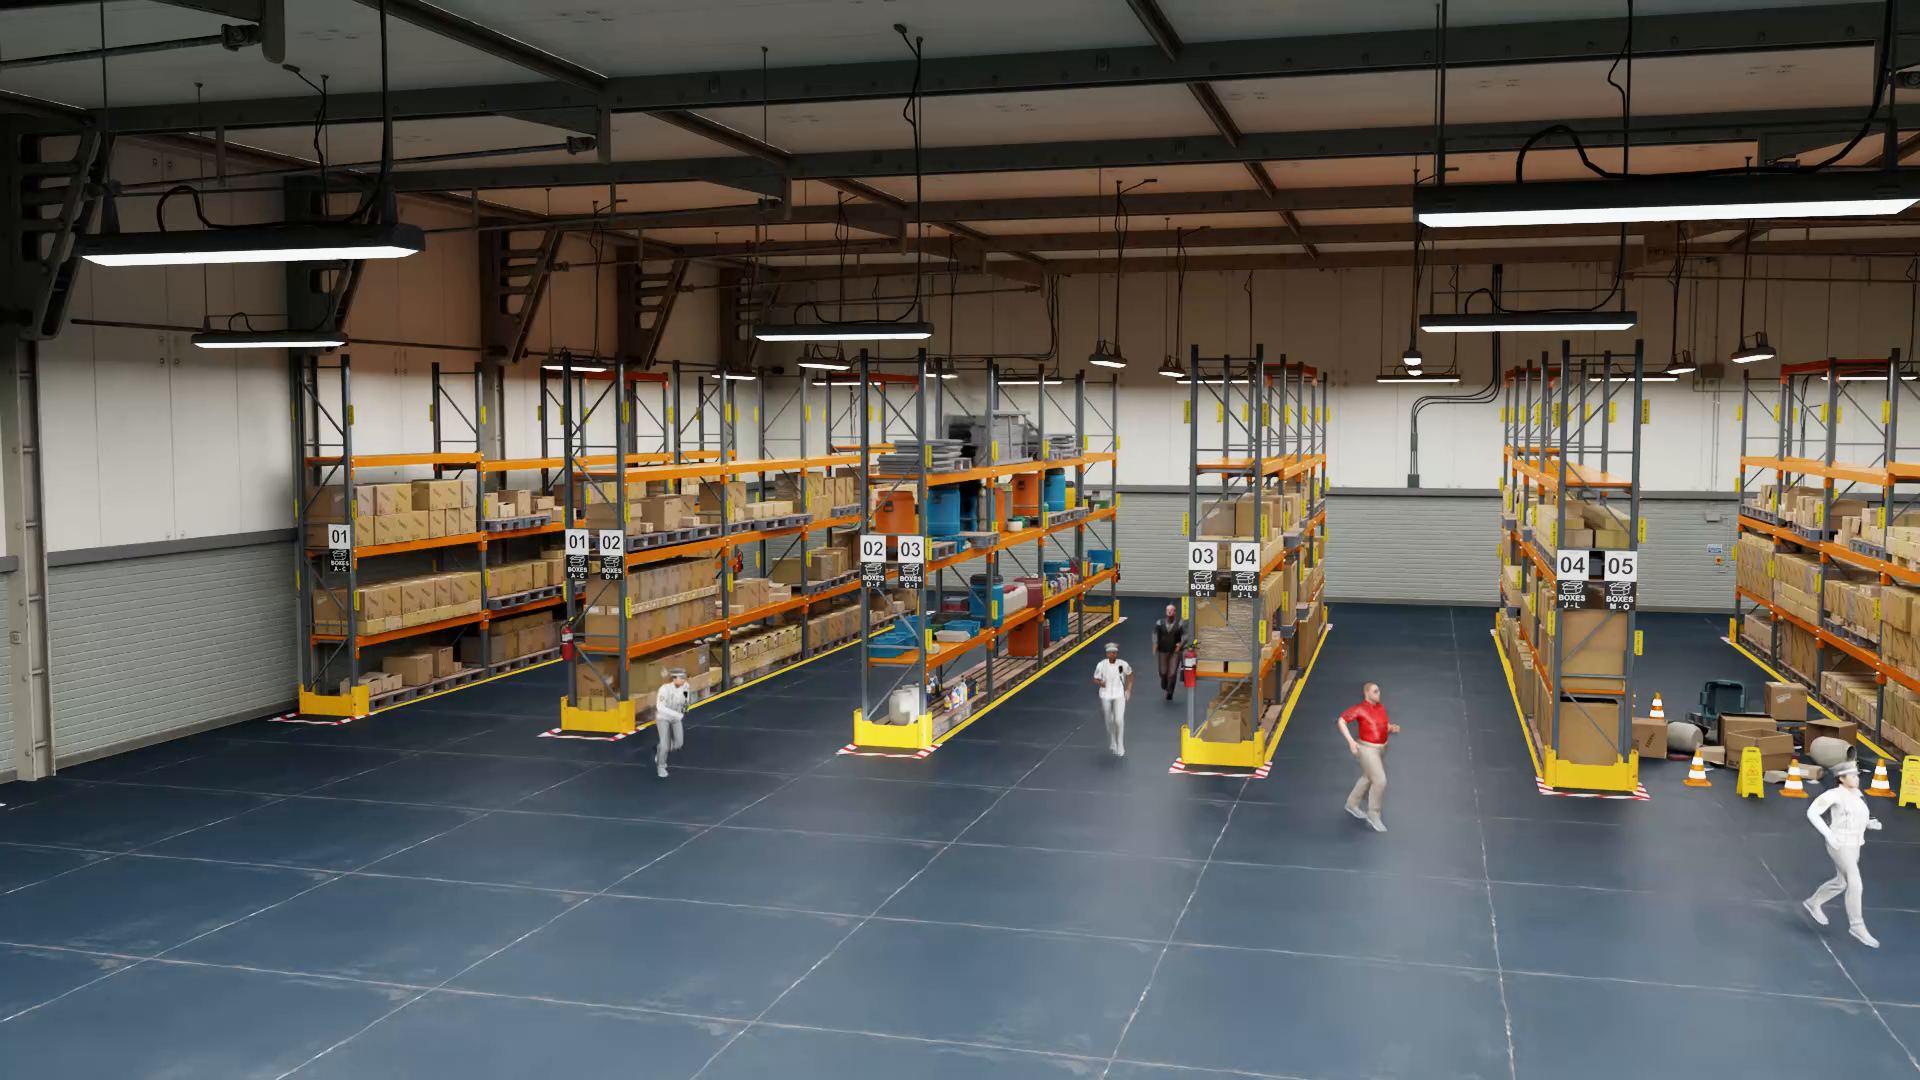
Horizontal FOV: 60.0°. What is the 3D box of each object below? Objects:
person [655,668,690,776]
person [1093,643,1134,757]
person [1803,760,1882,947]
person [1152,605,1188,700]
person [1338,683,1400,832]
[{"bbox_3d":[-3.951,2.508,23.046,0.627,1.549,0.755,-4,6,-42],"label":"person"},{"bbox_3d":[2.258,2.336,24.519,0.588,1.678,0.740,1,4,10],"label":"person"},{"bbox_3d":[8.475,2.953,15.969,0.607,1.721,0.798,-3,5,-33],"label":"person"},{"bbox_3d":[3.700,1.983,29.303,0.672,1.678,0.573,1,4,12],"label":"person"},{"bbox_3d":[4.999,2.634,20.260,0.635,1.795,0.790,-4,6,-45],"label":"person"}]
